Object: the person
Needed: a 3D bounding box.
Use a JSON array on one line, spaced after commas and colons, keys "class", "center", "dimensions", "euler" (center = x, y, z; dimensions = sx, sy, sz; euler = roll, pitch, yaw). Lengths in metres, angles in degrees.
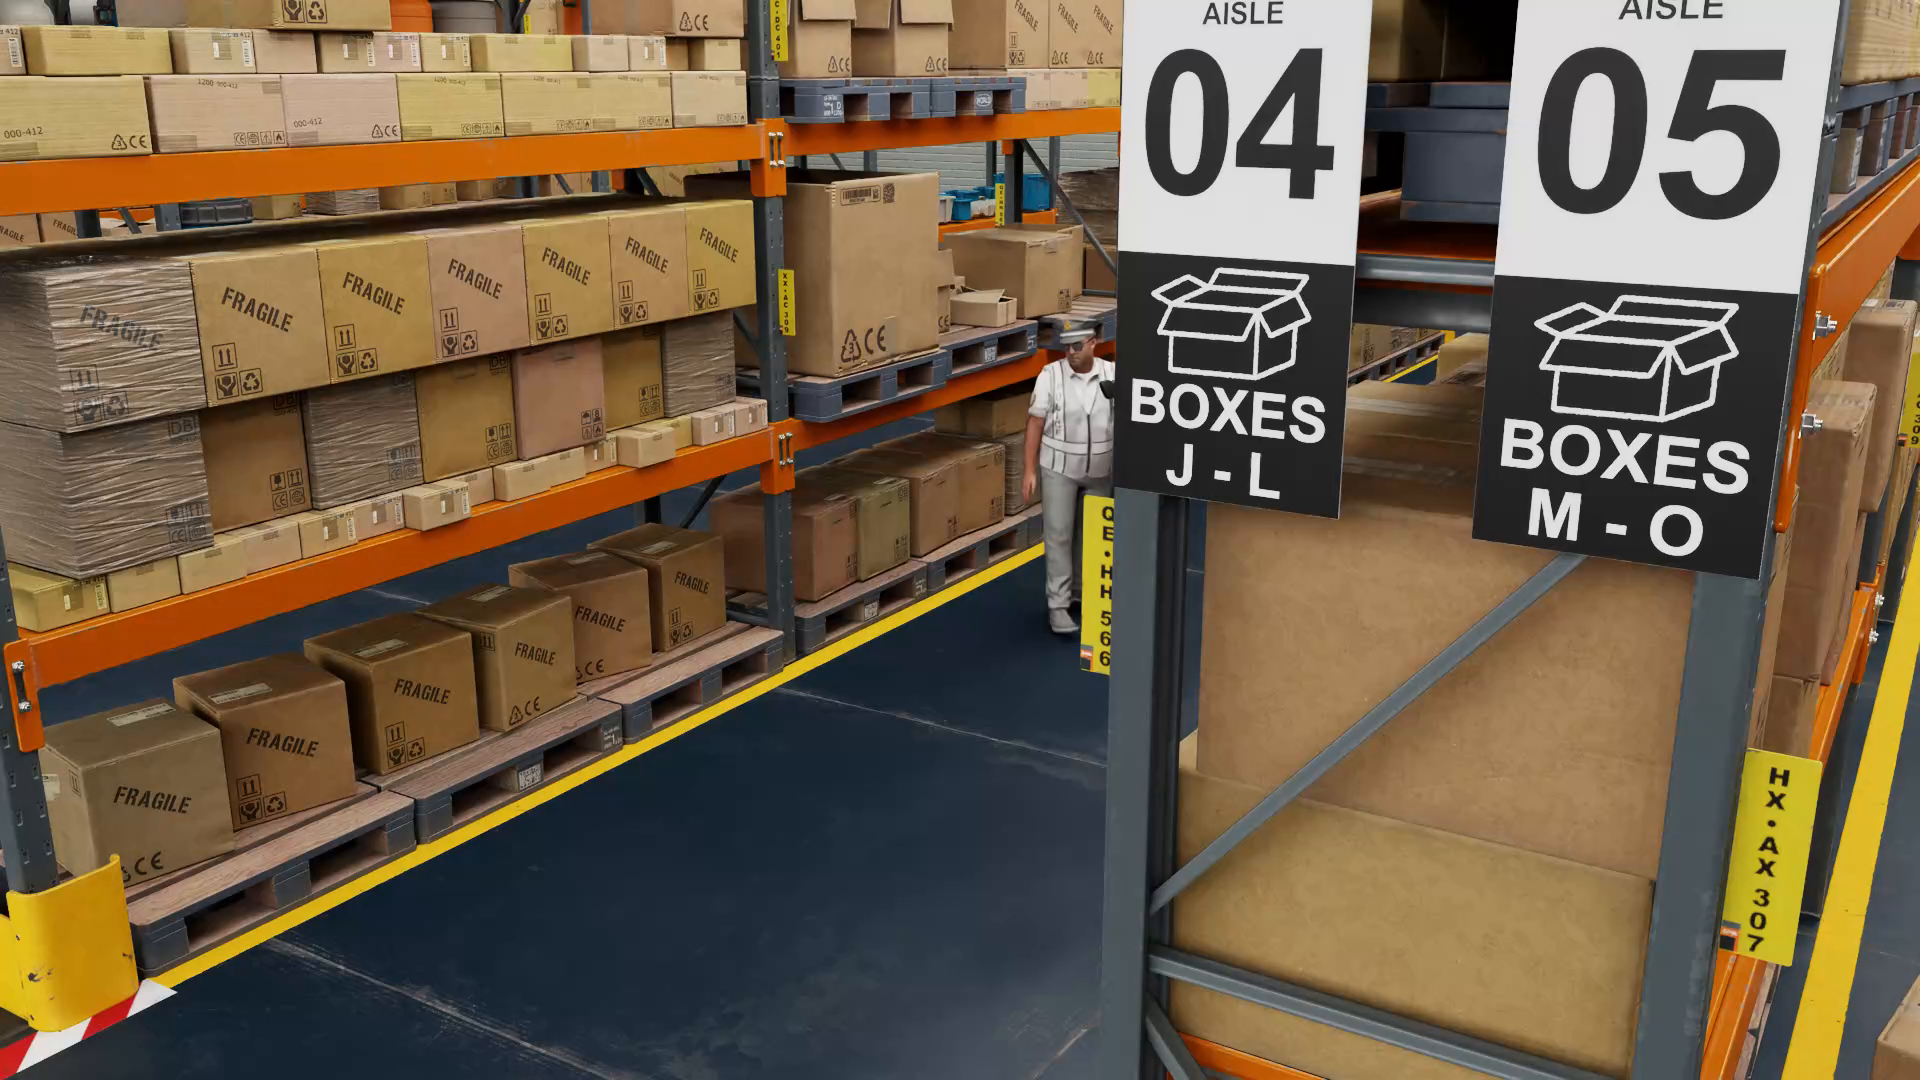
[{"class": "person", "center": [0.656, -0.388, 9.300], "dimensions": [0.610, 1.732, 0.666], "euler": [-5, 17, -15]}]
